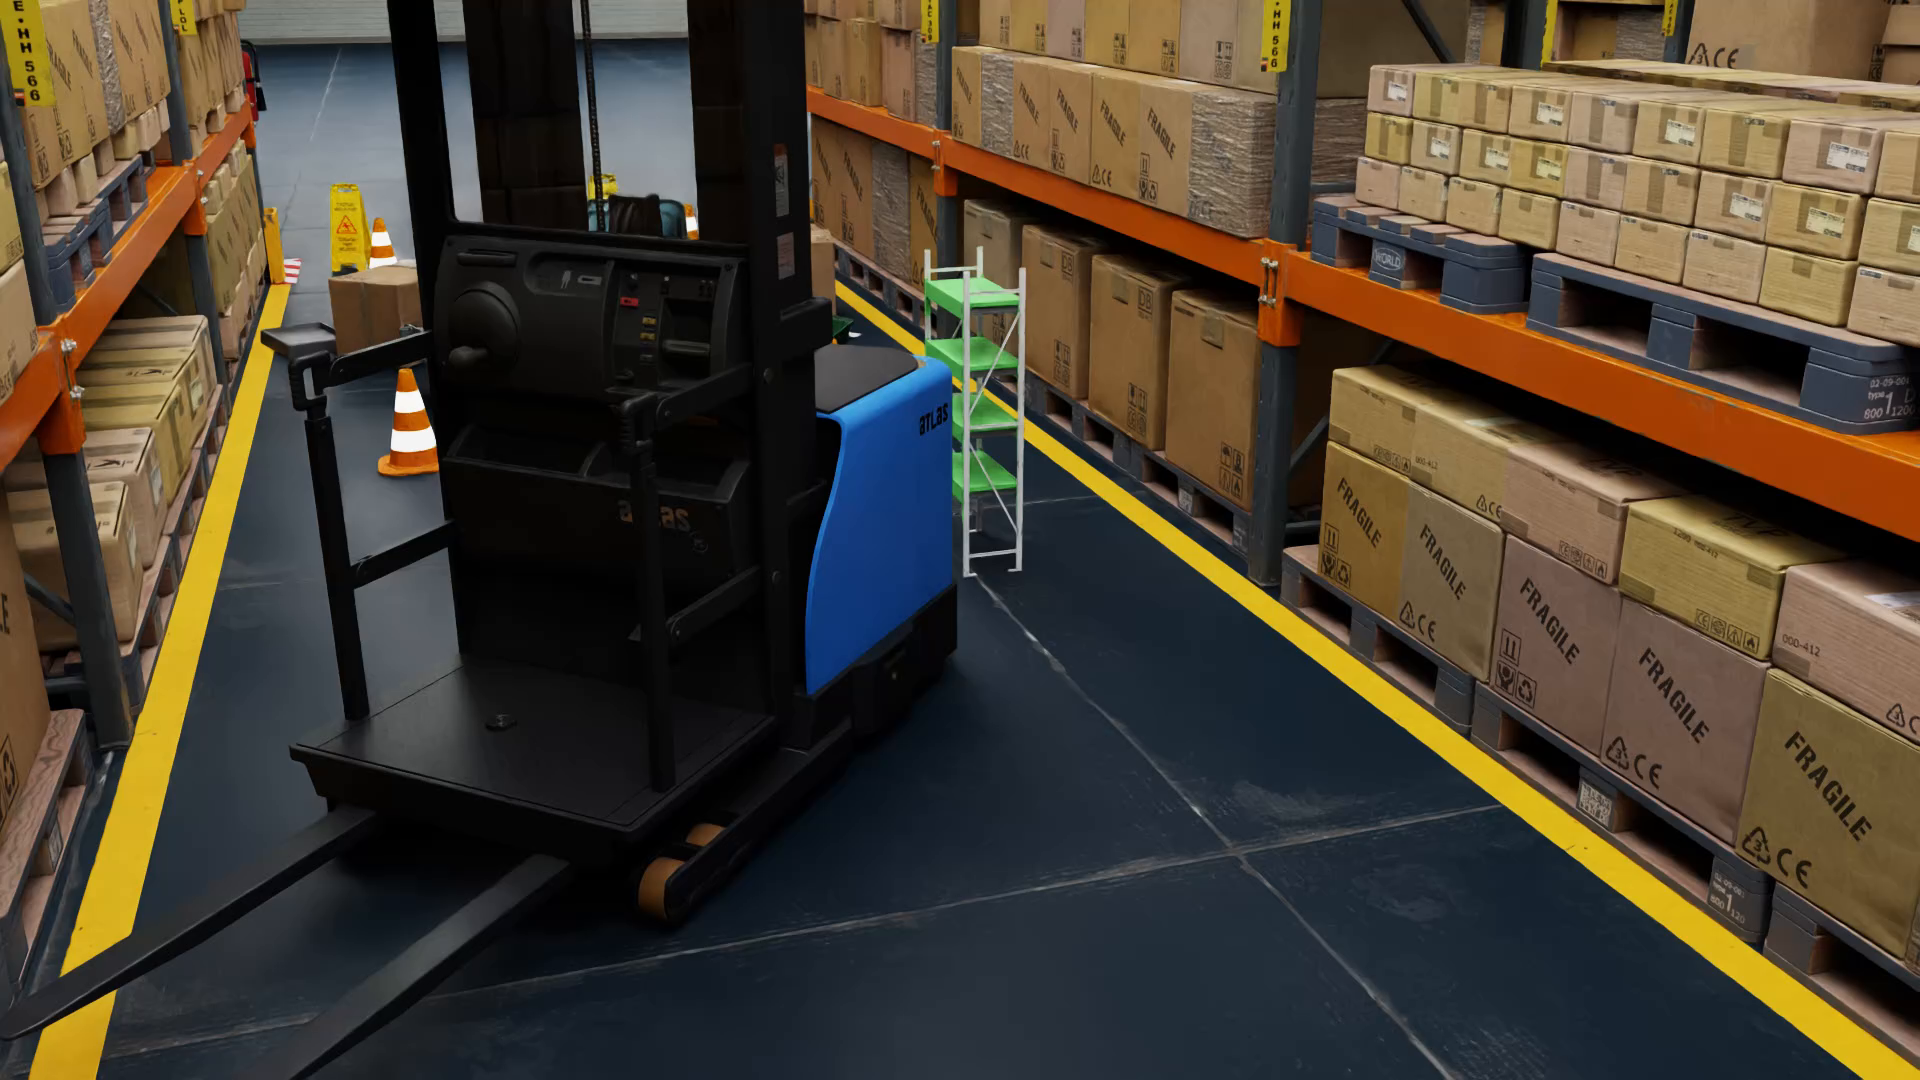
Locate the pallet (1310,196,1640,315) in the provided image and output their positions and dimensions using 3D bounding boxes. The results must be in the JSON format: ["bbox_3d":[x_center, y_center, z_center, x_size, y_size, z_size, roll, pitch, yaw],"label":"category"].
[{"bbox_3d":[1.939,-0.987,5.510,1.213,0.211,1.003,-6,21,-17],"label":"pallet"}]

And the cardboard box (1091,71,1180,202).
[{"bbox_3d":[0.905,-1.778,7.281,0.500,0.500,0.500,-7,21,-18],"label":"cardboard box"}]

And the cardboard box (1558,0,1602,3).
[{"bbox_3d":[4.536,-4.006,11.564,0.500,0.500,0.500,-6,21,-17],"label":"cardboard box"}]

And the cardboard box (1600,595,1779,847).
[{"bbox_3d":[2.082,0.428,4.365,0.500,0.500,0.500,-7,21,-18],"label":"cardboard box"}]

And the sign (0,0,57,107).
[{"bbox_3d":[-2.527,-1.341,4.499,0.100,0.325,0.005,-6,21,-17],"label":"sign"}]

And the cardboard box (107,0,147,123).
[{"bbox_3d":[-3.634,-1.955,6.713,0.500,0.500,0.500,-6,21,-15],"label":"cardboard box"}]

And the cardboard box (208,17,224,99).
[{"bbox_3d":[-4.687,-2.859,9.850,0.500,0.500,0.500,-6,21,-17],"label":"cardboard box"}]

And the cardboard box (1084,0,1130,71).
[{"bbox_3d":[0.998,-2.448,7.666,0.700,0.500,0.500,-7,21,-18],"label":"cardboard box"}]

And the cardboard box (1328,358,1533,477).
[{"bbox_3d":[1.601,-0.421,5.620,0.500,0.250,0.500,-7,21,-20],"label":"cardboard box"}]

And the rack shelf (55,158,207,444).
[{"bbox_3d":[-3.682,-1.039,6.436,1.077,0.370,4.000,-6,21,-17],"label":"rack shelf"}]

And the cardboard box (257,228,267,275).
[{"bbox_3d":[-5.051,-1.968,11.405,0.500,0.250,0.500,-6,21,-17],"label":"cardboard box"}]

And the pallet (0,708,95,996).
[{"bbox_3d":[-2.877,0.837,4.273,1.003,0.211,1.213,-6,21,-17],"label":"pallet"}]

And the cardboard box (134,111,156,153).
[{"bbox_3d":[-3.622,-1.716,7.008,0.380,0.149,0.250,-6,21,-17],"label":"cardboard box"}]

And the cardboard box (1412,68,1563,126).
[{"bbox_3d":[1.663,-1.399,5.244,0.380,0.149,0.250,-7,21,-19],"label":"cardboard box"}]

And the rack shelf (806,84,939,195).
[{"bbox_3d":[-0.272,-2.881,11.565,1.077,0.370,4.000,-6,21,-17],"label":"rack shelf"}]

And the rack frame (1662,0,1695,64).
[{"bbox_3d":[5.097,-3.072,11.033,1.000,3.000,0.127,-6,21,-17],"label":"rack frame"}]

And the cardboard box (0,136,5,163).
[{"bbox_3d":[-2.642,-1.115,3.957,0.500,0.500,0.500,-7,21,-19],"label":"cardboard box"}]

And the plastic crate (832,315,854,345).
[{"bbox_3d":[-0.941,-1.198,9.890,0.450,0.188,0.662,13,22,7],"label":"plastic crate"}]

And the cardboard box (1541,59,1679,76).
[{"bbox_3d":[2.204,-1.545,5.651,0.380,0.149,0.250,-7,21,-19],"label":"cardboard box"}]

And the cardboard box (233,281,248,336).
[{"bbox_3d":[-4.418,-1.311,9.576,0.500,0.250,0.500,-5,20,-14],"label":"cardboard box"}]

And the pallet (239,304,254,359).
[{"bbox_3d":[-4.942,-1.311,10.254,1.003,0.211,1.213,-6,21,-17],"label":"pallet"}]

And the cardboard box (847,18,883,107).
[{"bbox_3d":[-0.284,-3.285,11.403,0.875,0.550,0.500,-6,21,-17],"label":"cardboard box"}]

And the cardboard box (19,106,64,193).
[{"bbox_3d":[-2.975,-1.290,4.860,0.500,0.500,0.500,-7,21,-19],"label":"cardboard box"}]

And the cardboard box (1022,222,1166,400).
[{"bbox_3d":[0.937,-1.217,8.575,1.050,0.750,0.750,-6,21,-17],"label":"cardboard box"}]

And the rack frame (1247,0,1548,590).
[{"bbox_3d":[1.614,-1.294,6.082,1.000,3.000,0.127,-6,21,-17],"label":"rack frame"}]

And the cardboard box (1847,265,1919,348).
[{"bbox_3d":[2.229,-0.529,3.702,0.380,0.149,0.250,-7,21,-20],"label":"cardboard box"}]

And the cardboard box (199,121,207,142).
[{"bbox_3d":[-4.391,-2.277,9.190,0.380,0.149,0.250,-6,21,-16],"label":"cardboard box"}]

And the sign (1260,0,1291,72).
[{"bbox_3d":[1.088,-1.779,5.720,0.100,0.325,0.005,-6,21,-17],"label":"sign"}]

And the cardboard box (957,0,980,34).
[{"bbox_3d":[0.274,-3.279,9.788,0.875,0.550,0.550,-6,21,-17],"label":"cardboard box"}]

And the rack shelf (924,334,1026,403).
[{"bbox_3d":[0.052,-0.677,6.506,0.258,0.148,0.480,-6,21,-17],"label":"rack shelf"}]

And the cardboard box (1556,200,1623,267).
[{"bbox_3d":[1.905,-0.864,4.636,0.380,0.149,0.250,-6,21,-15],"label":"cardboard box"}]

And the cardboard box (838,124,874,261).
[{"bbox_3d":[-0.346,-2.566,12.146,0.875,0.875,0.875,-7,21,-18],"label":"cardboard box"}]

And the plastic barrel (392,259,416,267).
[{"bbox_3d":[-3.481,-1.589,10.713,0.512,0.421,0.421,8,21,20],"label":"plastic barrel"}]

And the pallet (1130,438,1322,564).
[{"bbox_3d":[1.438,-0.243,7.280,1.003,0.211,1.213,-6,21,-17],"label":"pallet"}]

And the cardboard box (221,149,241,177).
[{"bbox_3d":[-4.732,-2.359,10.425,0.380,0.149,0.250,-5,20,-15],"label":"cardboard box"}]

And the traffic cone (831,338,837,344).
[{"bbox_3d":[-0.655,-0.793,8.440,0.336,0.463,0.334,-6,21,-17],"label":"traffic cone"}]

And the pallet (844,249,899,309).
[{"bbox_3d":[-0.195,-1.910,11.922,1.003,0.211,1.213,-6,21,-17],"label":"pallet"}]

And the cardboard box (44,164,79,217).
[{"bbox_3d":[-3.078,-1.126,5.365,0.380,0.149,0.250,-8,21,-21],"label":"cardboard box"}]

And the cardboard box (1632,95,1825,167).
[{"bbox_3d":[1.990,-1.063,4.309,0.380,0.149,0.250,-6,21,-16],"label":"cardboard box"}]

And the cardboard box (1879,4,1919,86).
[{"bbox_3d":[5.730,-2.772,9.423,0.797,0.503,0.637,-4,20,-12],"label":"cardboard box"}]

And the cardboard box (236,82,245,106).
[{"bbox_3d":[-5.062,-3.018,11.253,0.380,0.149,0.250,-7,21,-18],"label":"cardboard box"}]

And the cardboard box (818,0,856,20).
[{"bbox_3d":[-0.513,-3.956,11.674,0.875,0.550,0.550,-6,21,-17],"label":"cardboard box"}]

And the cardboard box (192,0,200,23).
[{"bbox_3d":[-4.243,-2.841,8.323,0.700,0.500,0.500,-7,21,-18],"label":"cardboard box"}]

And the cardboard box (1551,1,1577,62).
[{"bbox_3d":[4.638,-3.724,12.260,0.875,0.500,0.500,-6,21,-17],"label":"cardboard box"}]

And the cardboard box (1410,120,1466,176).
[{"bbox_3d":[1.663,-1.250,5.271,0.380,0.149,0.250,-5,20,-15],"label":"cardboard box"}]

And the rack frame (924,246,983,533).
[{"bbox_3d":[-0.025,-0.590,6.784,0.240,1.200,0.015,-6,21,-17],"label":"rack frame"}]

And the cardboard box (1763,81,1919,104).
[{"bbox_3d":[2.520,-1.217,4.737,0.380,0.149,0.250,-6,21,-17],"label":"cardboard box"}]

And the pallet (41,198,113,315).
[{"bbox_3d":[-3.378,-0.863,5.166,1.213,0.211,1.003,-6,21,-17],"label":"pallet"}]

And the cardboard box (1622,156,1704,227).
[{"bbox_3d":[1.982,-0.924,4.362,0.380,0.149,0.250,-7,21,-18],"label":"cardboard box"}]

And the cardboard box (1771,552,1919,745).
[{"bbox_3d":[2.248,0.237,3.787,0.500,0.250,0.500,-5,20,-15],"label":"cardboard box"}]

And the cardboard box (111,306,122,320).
[{"bbox_3d":[-4.751,-1.437,8.818,0.500,0.500,0.500,-7,21,-18],"label":"cardboard box"}]

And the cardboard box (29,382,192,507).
[{"bbox_3d":[-3.694,-0.359,6.745,0.950,0.372,0.625,-6,21,-15],"label":"cardboard box"}]

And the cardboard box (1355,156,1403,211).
[{"bbox_3d":[1.563,-1.209,5.594,0.380,0.149,0.250,-7,21,-18],"label":"cardboard box"}]

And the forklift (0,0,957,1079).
[{"bbox_3d":[-1.077,-0.574,4.178,1.130,2.935,3.031,9,22,23],"label":"forklift"}]

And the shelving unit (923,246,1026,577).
[{"bbox_3d":[0.052,-0.512,6.566,0.258,1.200,0.503,-6,21,-17],"label":"shelving unit"}]

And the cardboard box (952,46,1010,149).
[{"bbox_3d":[0.267,-2.428,9.090,0.500,0.500,0.500,-6,21,-17],"label":"cardboard box"}]

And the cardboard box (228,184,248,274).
[{"bbox_3d":[-4.580,-1.831,9.914,0.500,0.500,0.500,-5,20,-14],"label":"cardboard box"}]
